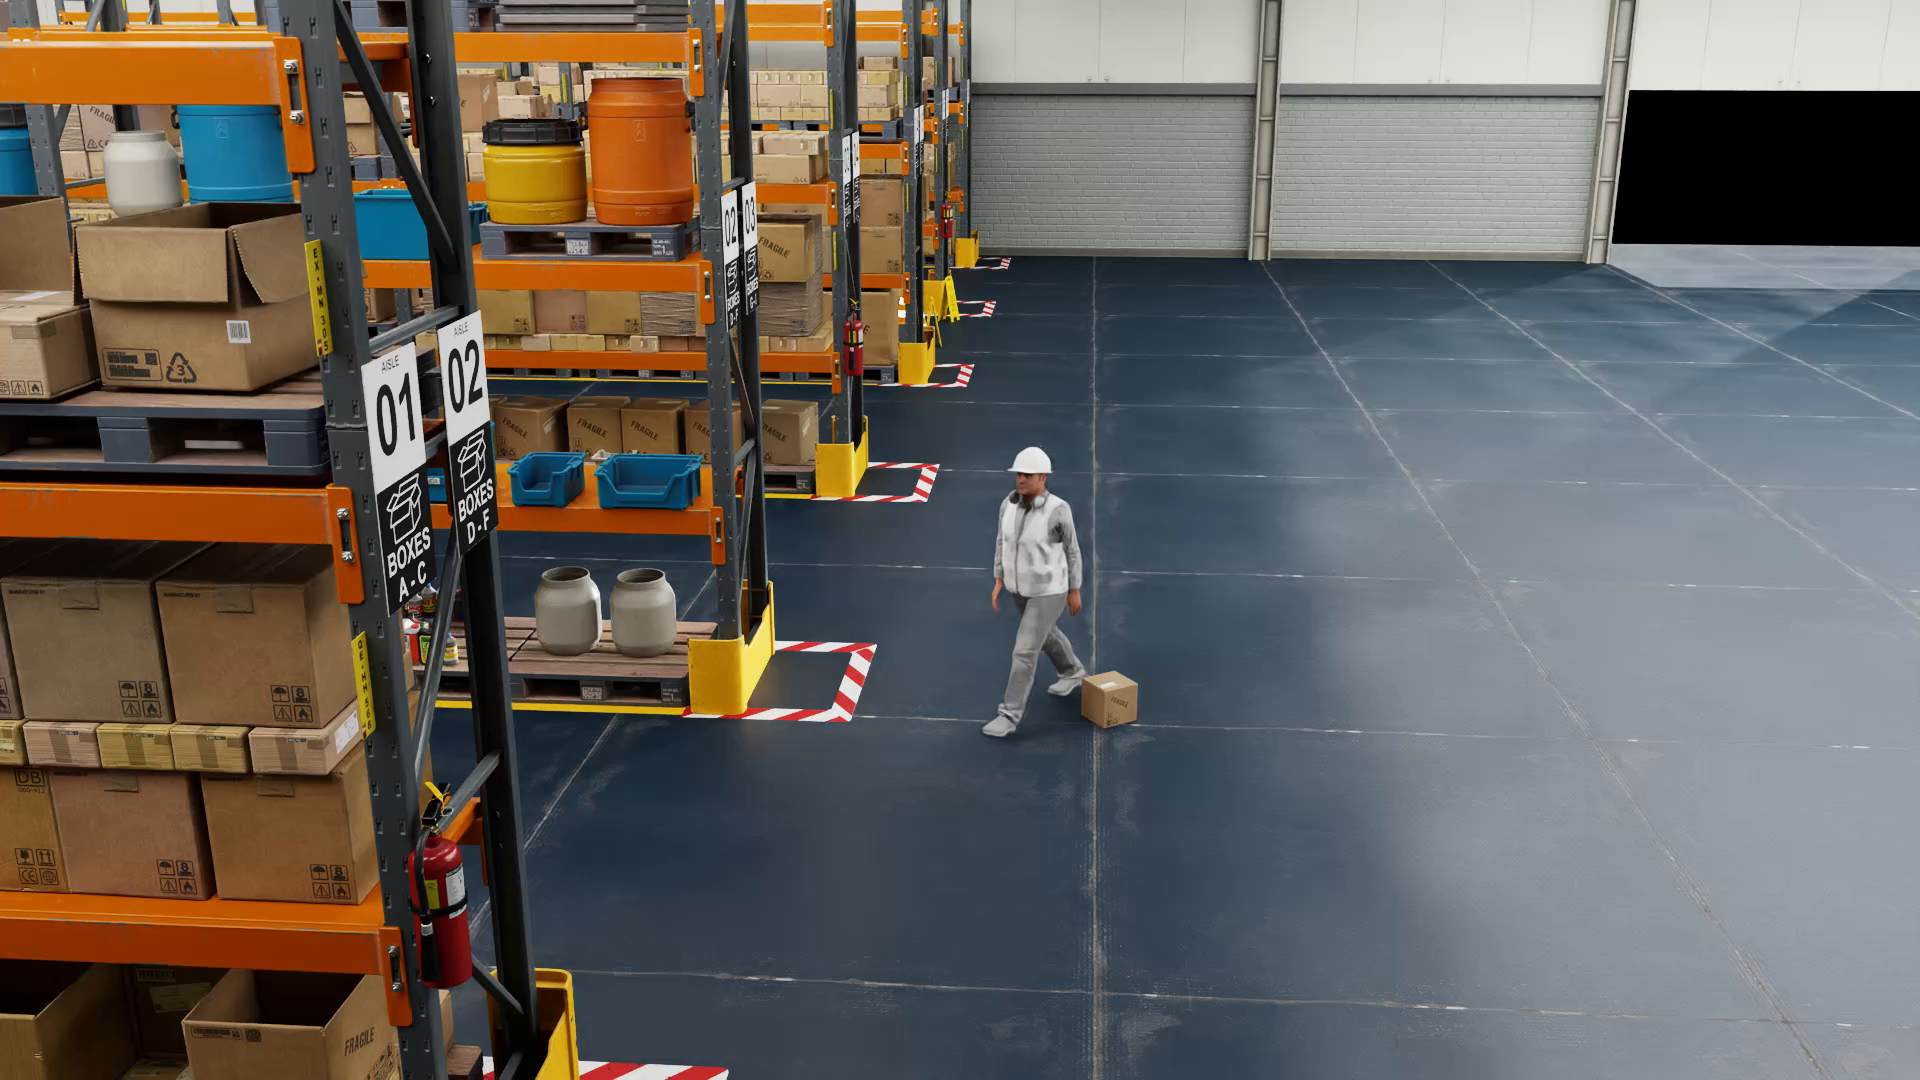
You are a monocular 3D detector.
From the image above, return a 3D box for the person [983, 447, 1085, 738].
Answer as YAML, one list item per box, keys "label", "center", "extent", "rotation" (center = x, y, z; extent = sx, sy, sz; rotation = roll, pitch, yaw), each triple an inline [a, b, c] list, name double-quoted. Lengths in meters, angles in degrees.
- label: "person"
  center: [0.436, 0.272, 10.156]
  extent: [1.067, 1.717, 0.536]
  rotation: [-16, 23, -41]
